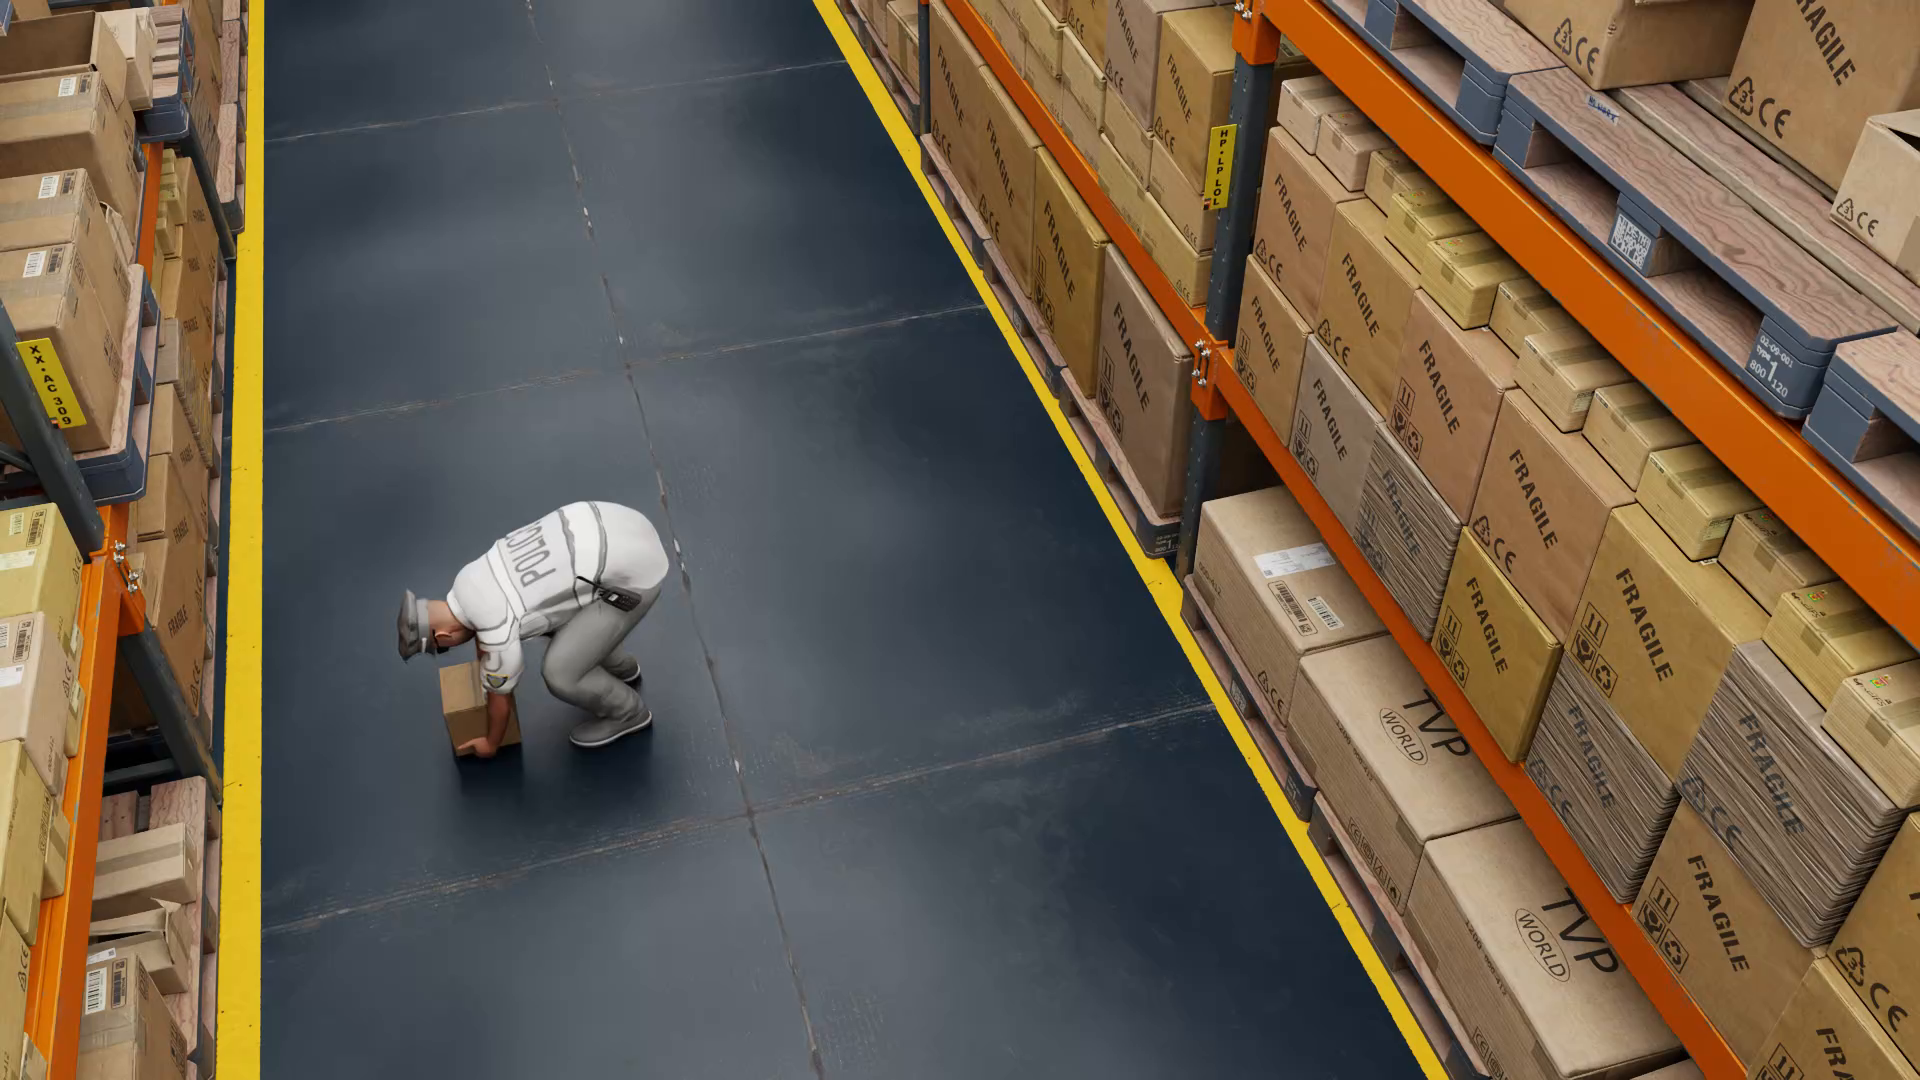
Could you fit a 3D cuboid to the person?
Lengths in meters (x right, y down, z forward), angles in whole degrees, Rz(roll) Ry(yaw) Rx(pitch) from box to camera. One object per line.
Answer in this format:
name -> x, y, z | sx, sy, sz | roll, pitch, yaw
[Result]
person -> -1.600, 0.356, 6.347 | 1.021, 0.967, 0.538 | -14, 44, -15
